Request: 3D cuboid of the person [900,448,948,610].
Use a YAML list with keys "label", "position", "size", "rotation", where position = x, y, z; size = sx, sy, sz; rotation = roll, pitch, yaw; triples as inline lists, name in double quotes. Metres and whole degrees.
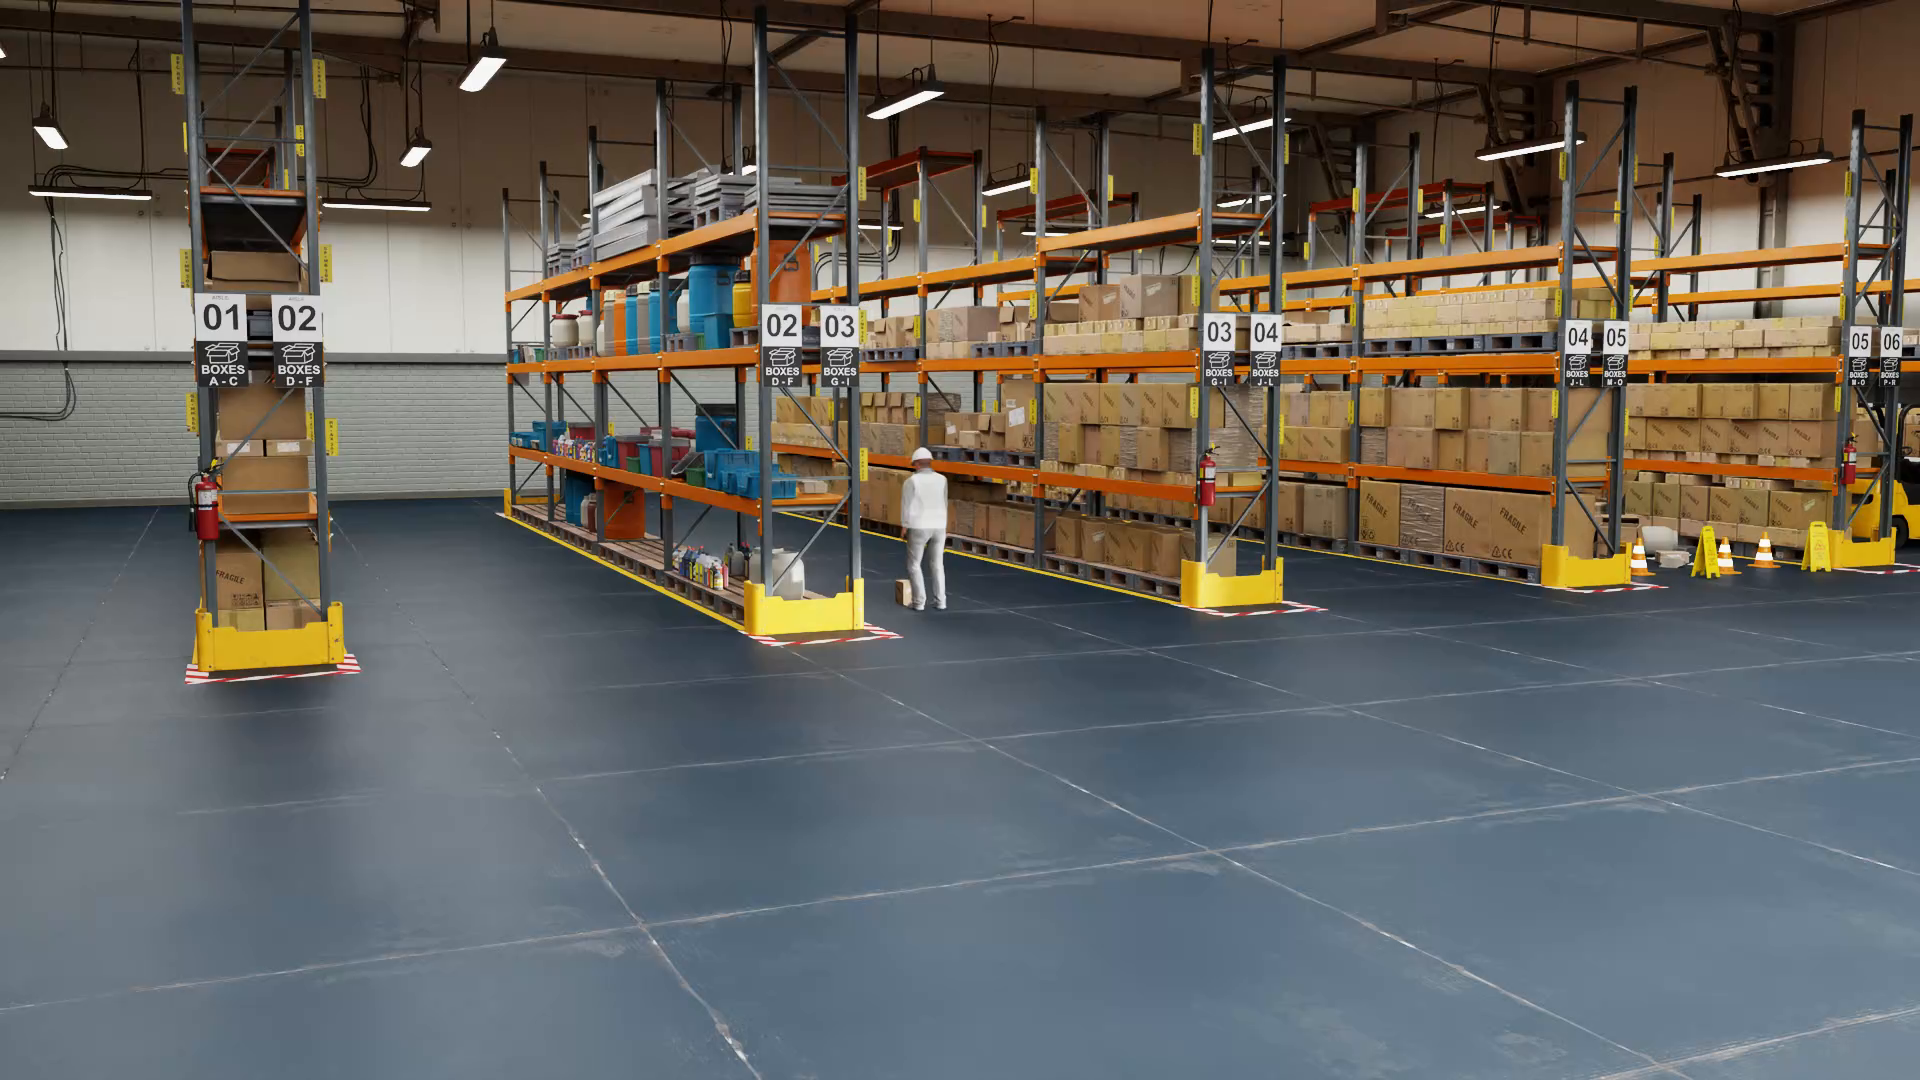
- label: "person"
  position: [-0.394, -0.121, 18.052]
  size: [0.543, 1.754, 0.400]
  rotation: [-2, 6, -22]
